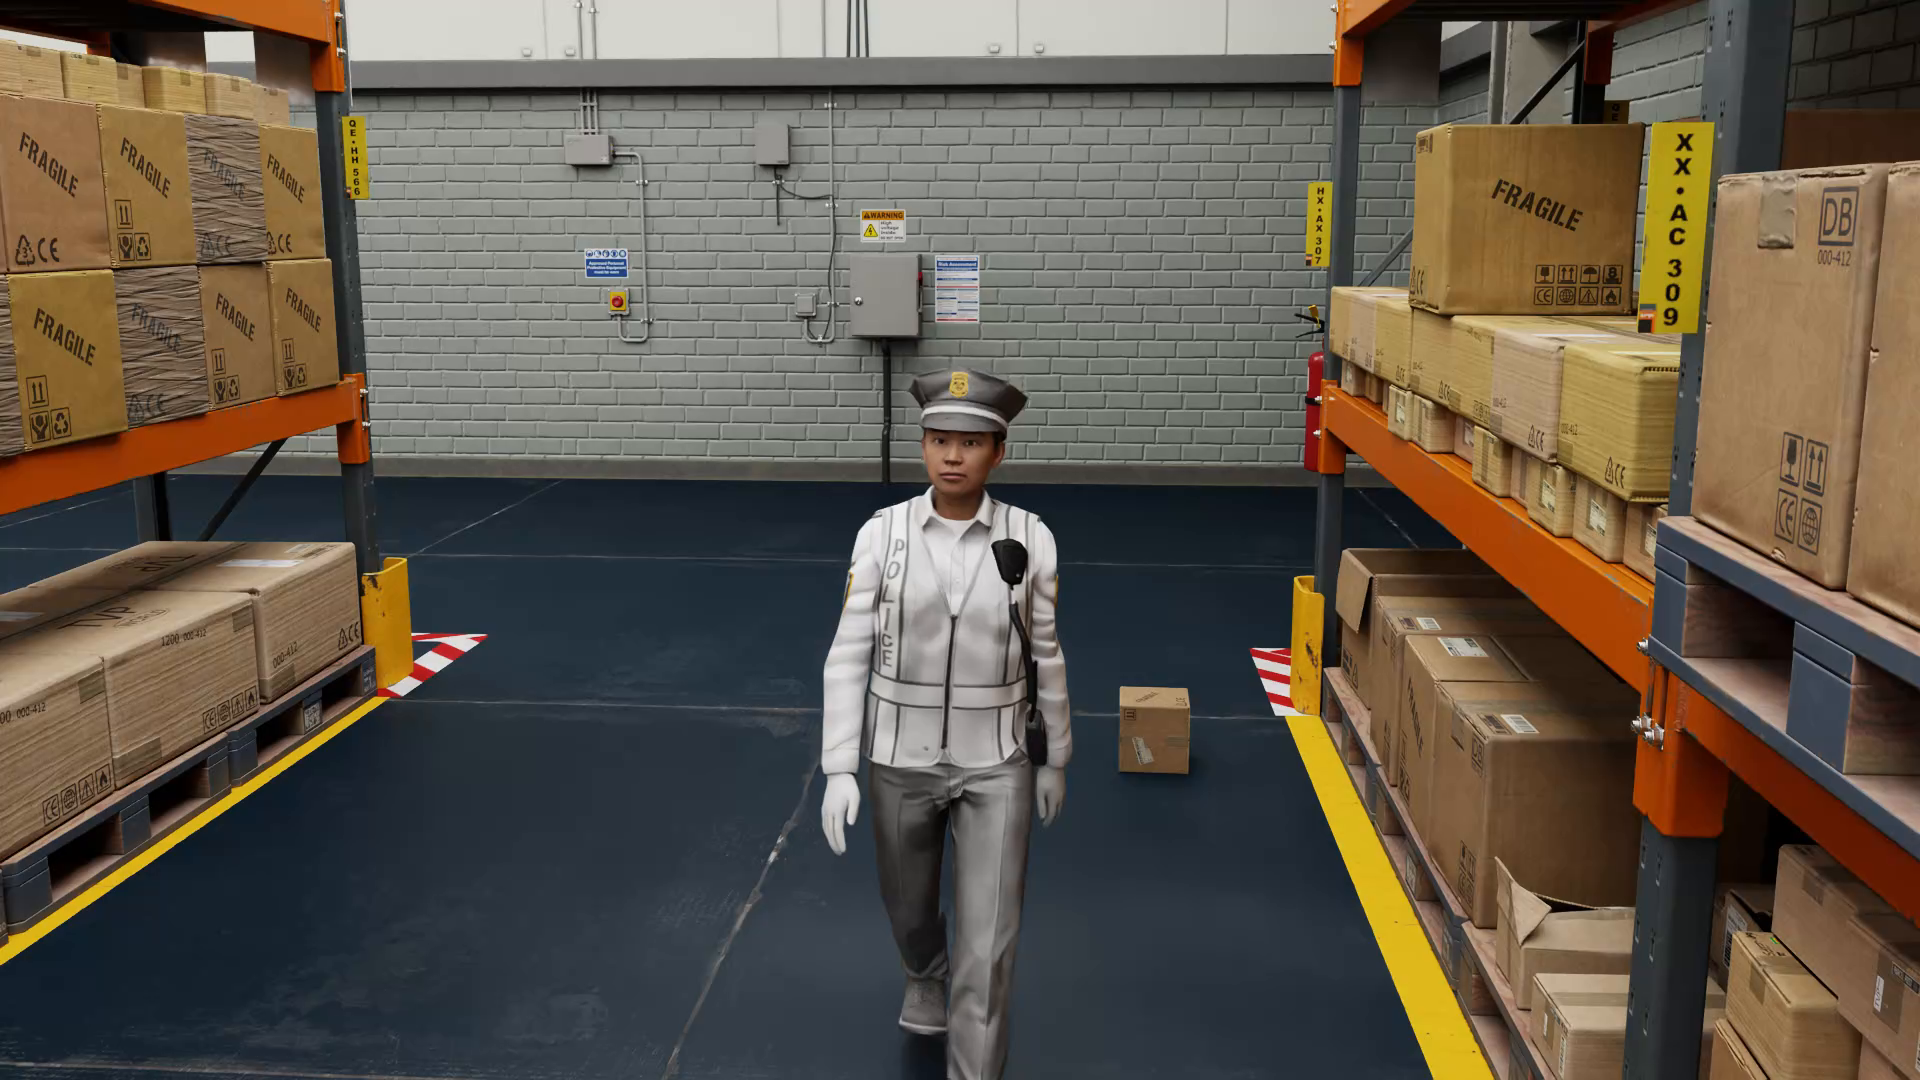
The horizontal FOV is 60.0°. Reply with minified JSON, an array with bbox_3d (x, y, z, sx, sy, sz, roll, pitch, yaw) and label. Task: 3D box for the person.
[{"bbox_3d":[-0.027,0.456,3.471,0.515,1.637,1.008,1,11,5],"label":"person"}]
